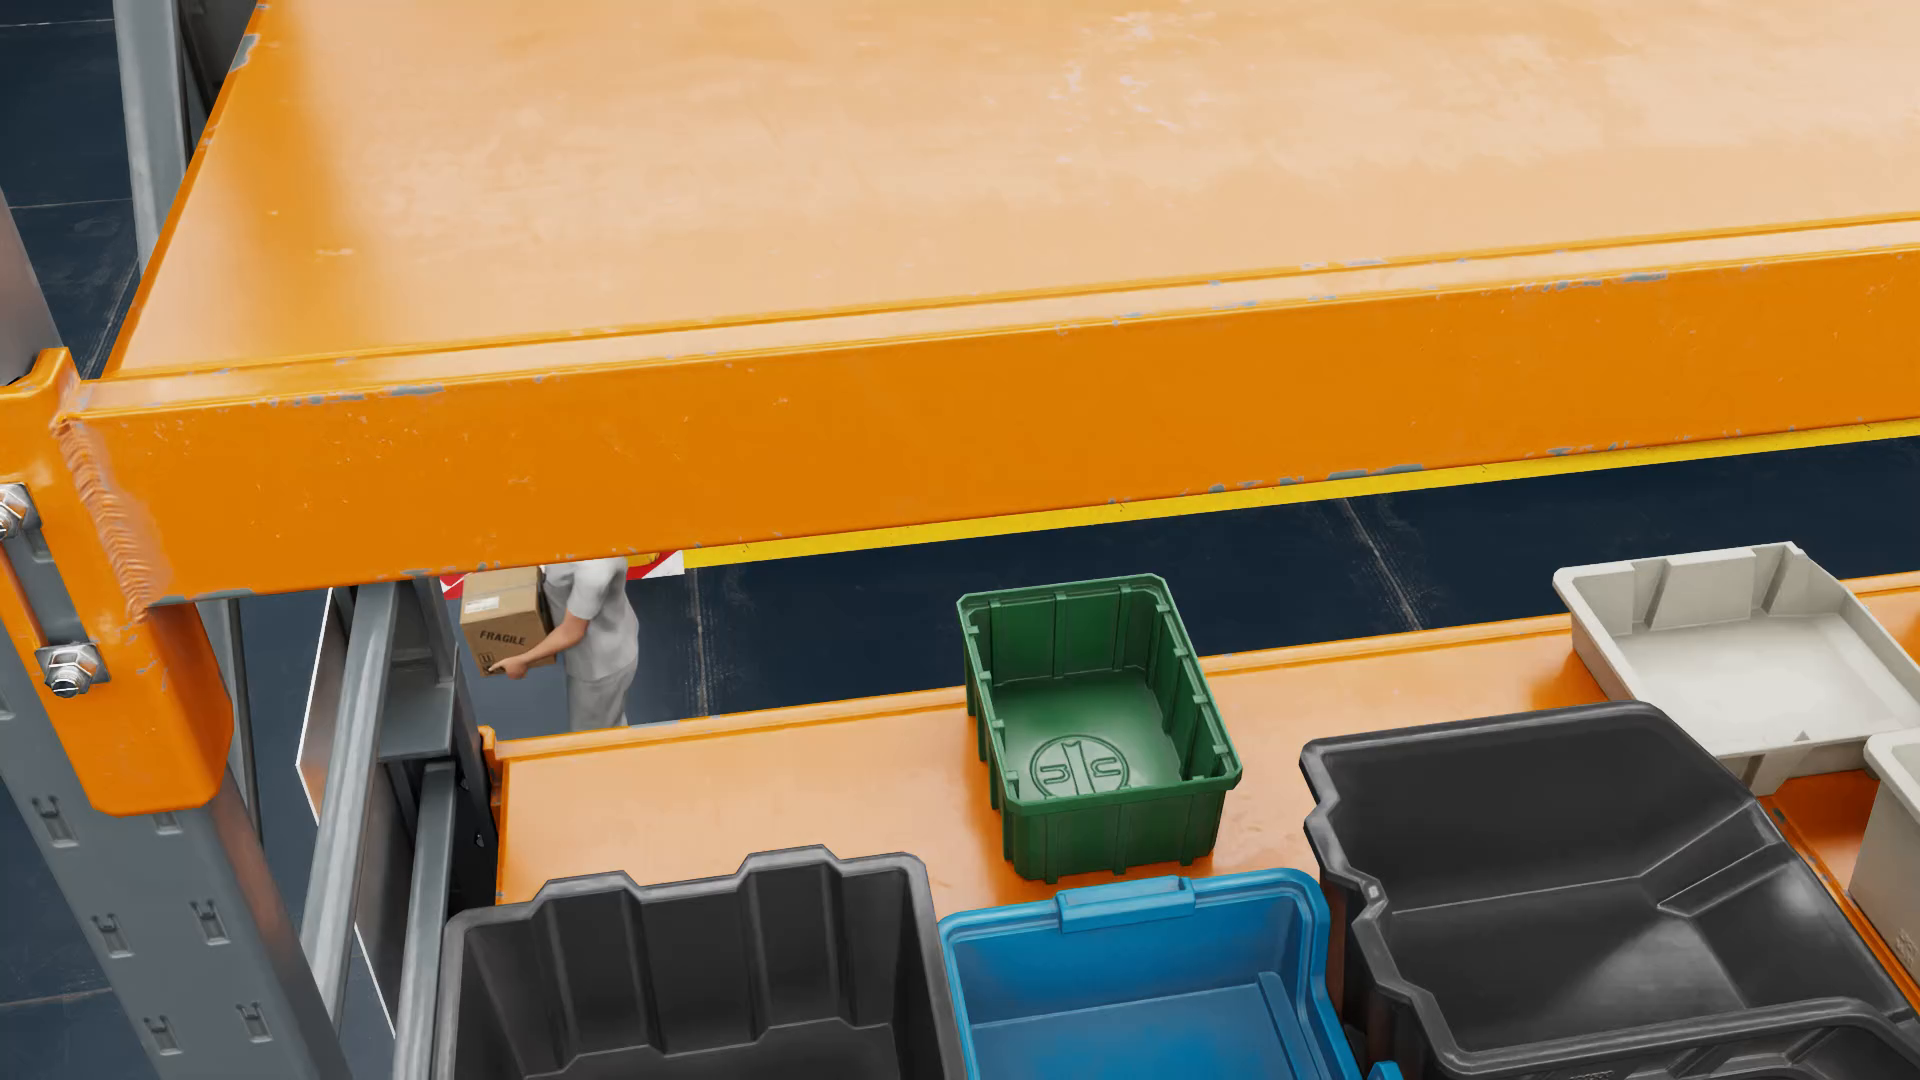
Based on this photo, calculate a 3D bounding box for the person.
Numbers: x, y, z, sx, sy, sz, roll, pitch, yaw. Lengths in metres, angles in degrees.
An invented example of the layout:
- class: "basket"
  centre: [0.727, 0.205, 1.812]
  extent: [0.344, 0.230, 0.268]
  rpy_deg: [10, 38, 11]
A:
- class: "person"
  centre: [-1.298, 0.394, 5.674]
  extent: [0.561, 1.662, 0.437]
  rpy_deg: [-6, 39, -7]
